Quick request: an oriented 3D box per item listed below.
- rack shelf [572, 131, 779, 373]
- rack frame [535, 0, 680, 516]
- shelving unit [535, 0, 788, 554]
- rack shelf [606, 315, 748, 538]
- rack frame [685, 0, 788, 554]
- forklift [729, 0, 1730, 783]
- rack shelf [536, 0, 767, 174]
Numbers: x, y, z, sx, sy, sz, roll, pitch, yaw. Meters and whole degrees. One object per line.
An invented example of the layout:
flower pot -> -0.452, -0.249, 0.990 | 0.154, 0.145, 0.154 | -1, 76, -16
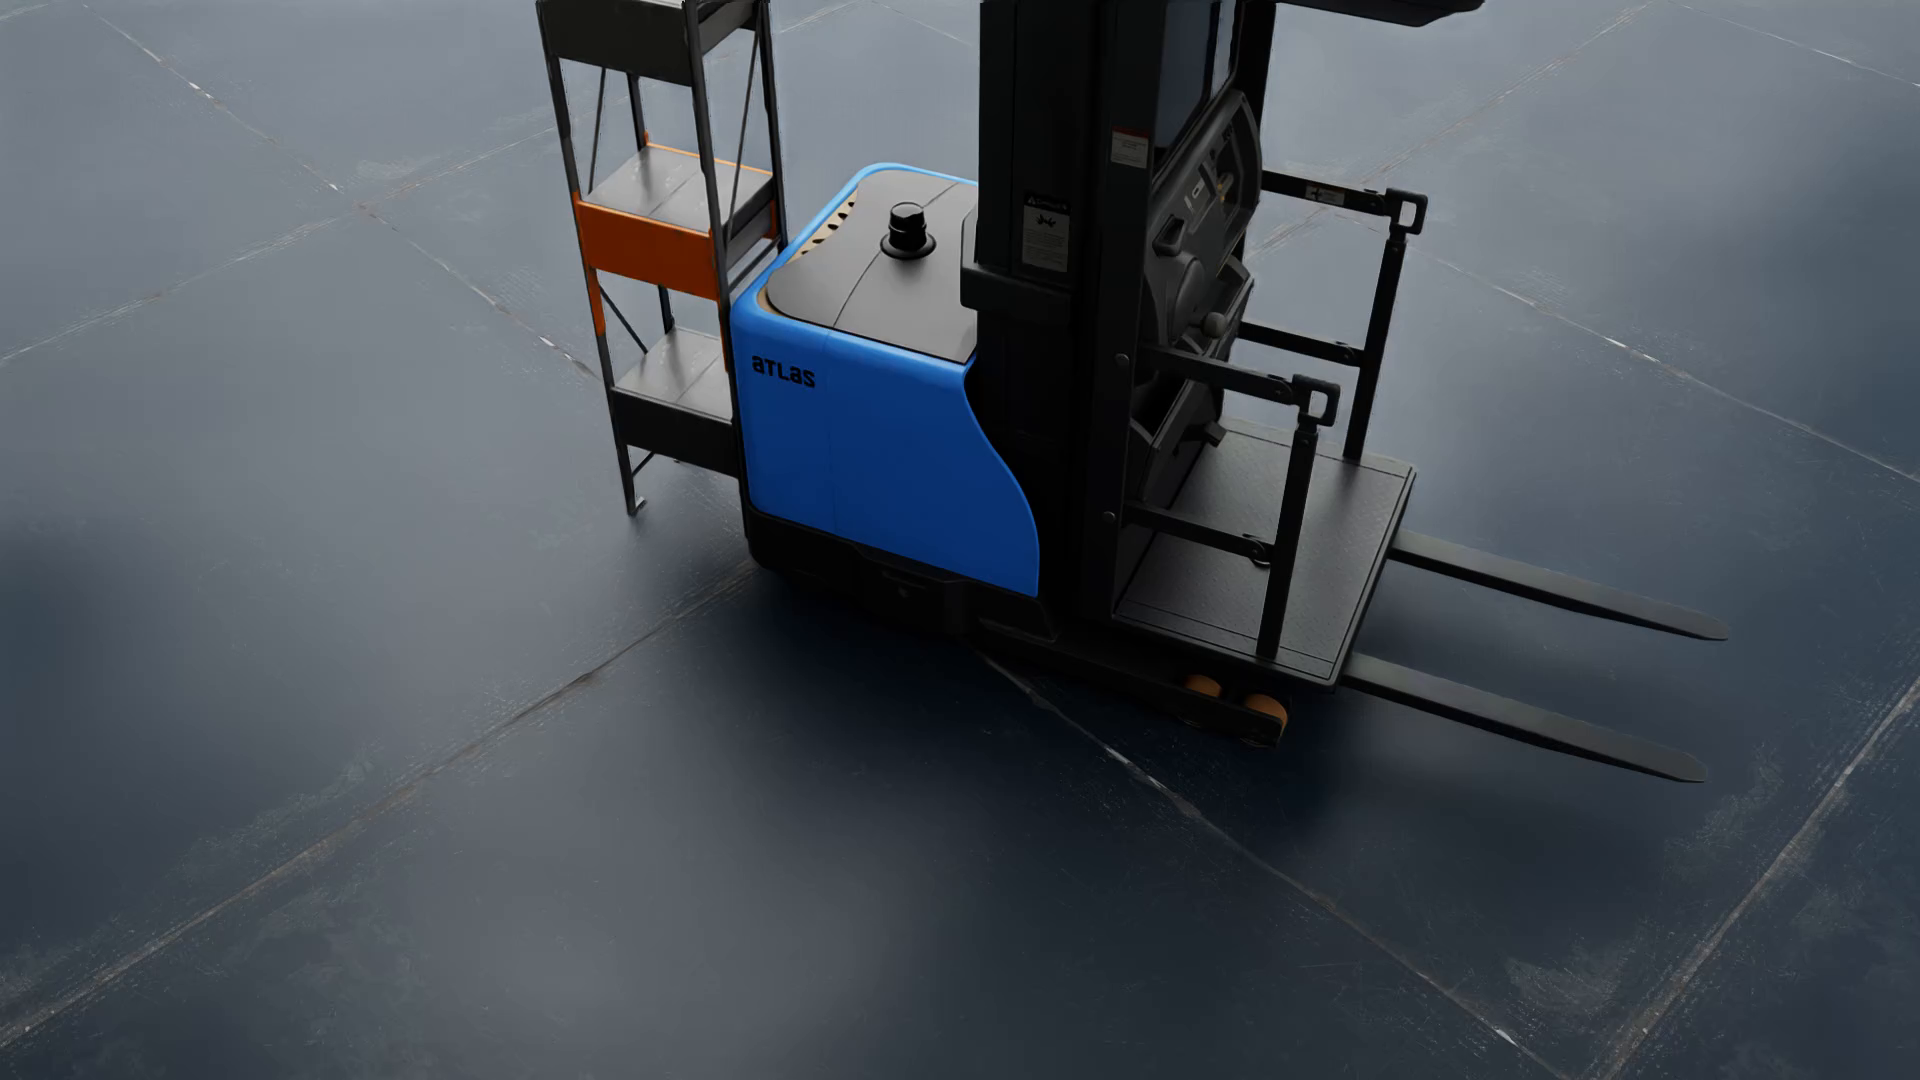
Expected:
rack shelf -> -0.856, -0.904, 5.201 | 0.480, 0.518, 0.431 | 17, 45, 18
rack frame -> -1.078, -0.982, 5.265 | 0.015, 2.100, 0.400 | 17, 45, 18
shelving unit -> -0.856, -0.914, 5.192 | 0.503, 2.100, 0.431 | 17, 45, 18
rack shelf -> -0.856, -0.390, 5.676 | 0.480, 0.518, 0.431 | 17, 45, 18
rack frame -> -0.634, -0.846, 5.118 | 0.015, 2.100, 0.400 | 17, 45, 18
forklift -> 0.857, -0.859, 4.520 | 3.031, 2.935, 1.130 | 17, 45, 18
rack shelf -> -0.856, -1.418, 4.726 | 0.480, 0.518, 0.431 | 17, 45, 18
